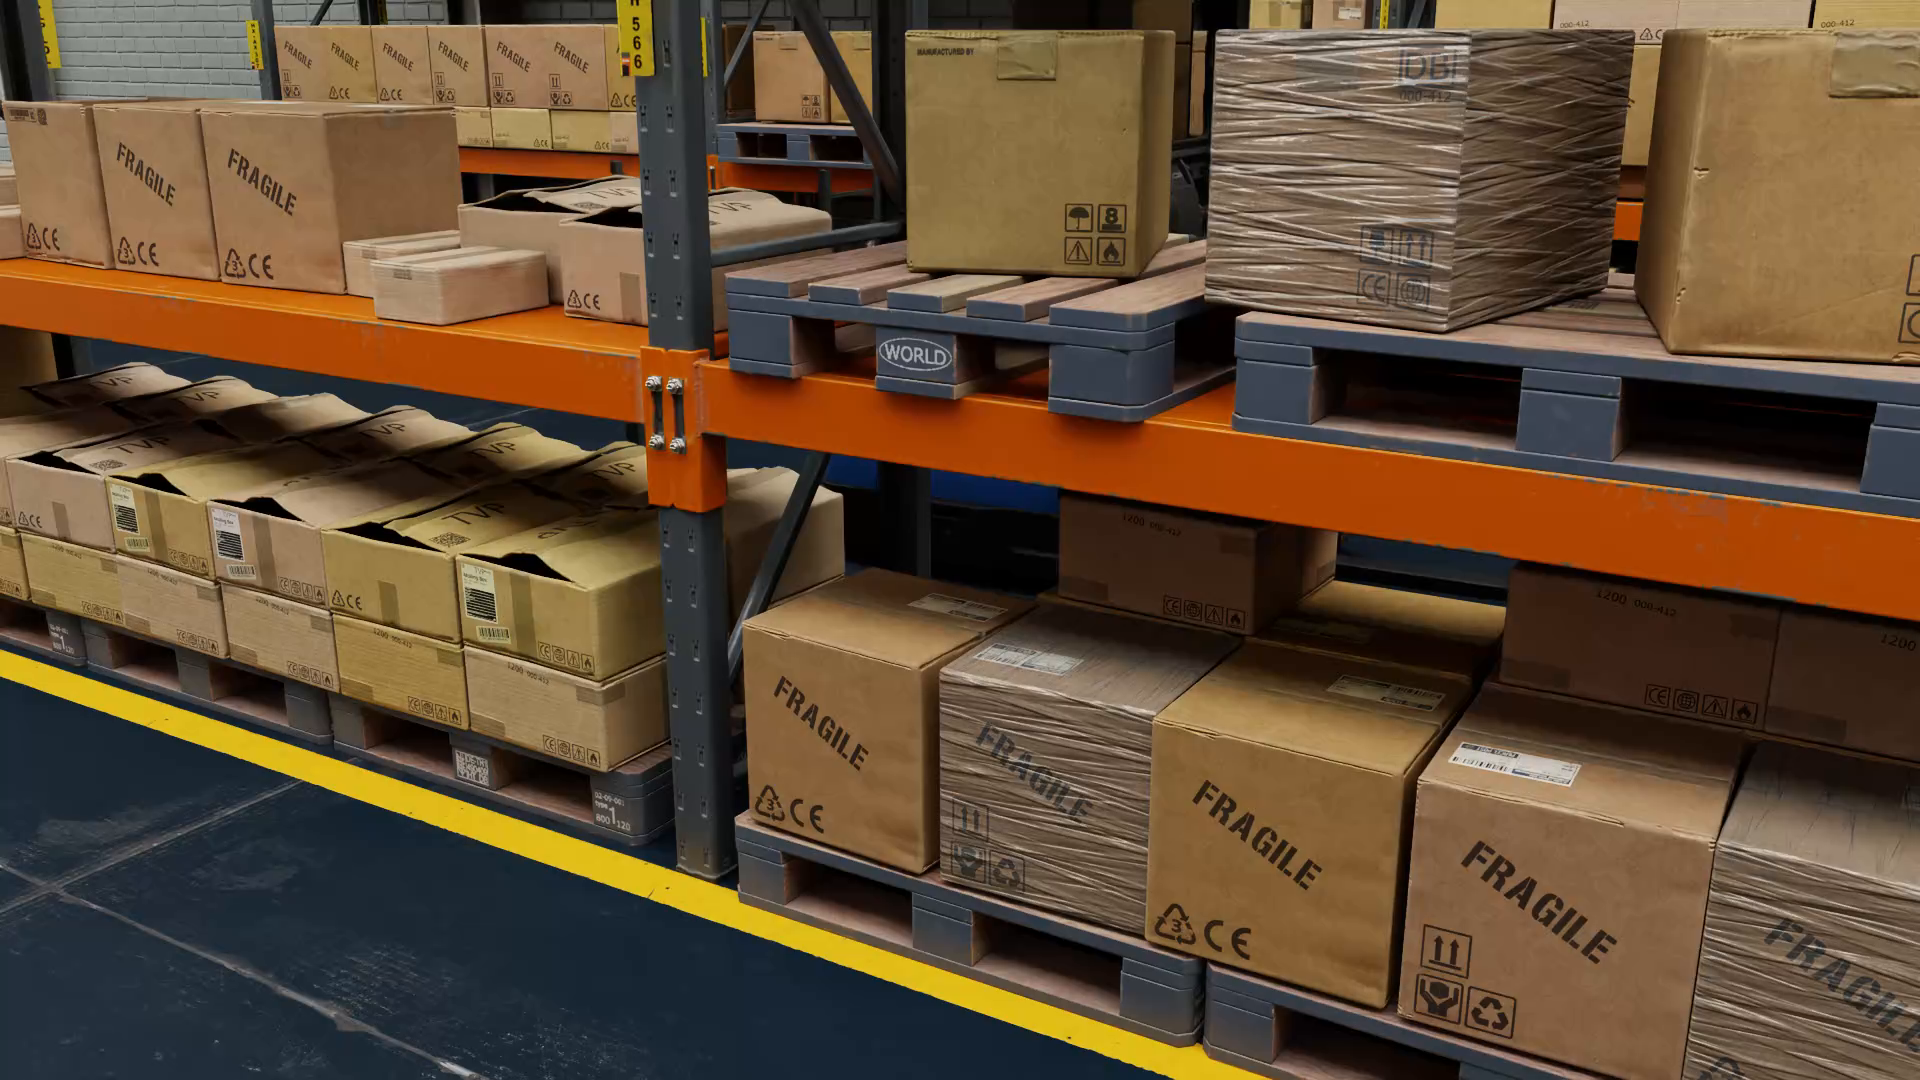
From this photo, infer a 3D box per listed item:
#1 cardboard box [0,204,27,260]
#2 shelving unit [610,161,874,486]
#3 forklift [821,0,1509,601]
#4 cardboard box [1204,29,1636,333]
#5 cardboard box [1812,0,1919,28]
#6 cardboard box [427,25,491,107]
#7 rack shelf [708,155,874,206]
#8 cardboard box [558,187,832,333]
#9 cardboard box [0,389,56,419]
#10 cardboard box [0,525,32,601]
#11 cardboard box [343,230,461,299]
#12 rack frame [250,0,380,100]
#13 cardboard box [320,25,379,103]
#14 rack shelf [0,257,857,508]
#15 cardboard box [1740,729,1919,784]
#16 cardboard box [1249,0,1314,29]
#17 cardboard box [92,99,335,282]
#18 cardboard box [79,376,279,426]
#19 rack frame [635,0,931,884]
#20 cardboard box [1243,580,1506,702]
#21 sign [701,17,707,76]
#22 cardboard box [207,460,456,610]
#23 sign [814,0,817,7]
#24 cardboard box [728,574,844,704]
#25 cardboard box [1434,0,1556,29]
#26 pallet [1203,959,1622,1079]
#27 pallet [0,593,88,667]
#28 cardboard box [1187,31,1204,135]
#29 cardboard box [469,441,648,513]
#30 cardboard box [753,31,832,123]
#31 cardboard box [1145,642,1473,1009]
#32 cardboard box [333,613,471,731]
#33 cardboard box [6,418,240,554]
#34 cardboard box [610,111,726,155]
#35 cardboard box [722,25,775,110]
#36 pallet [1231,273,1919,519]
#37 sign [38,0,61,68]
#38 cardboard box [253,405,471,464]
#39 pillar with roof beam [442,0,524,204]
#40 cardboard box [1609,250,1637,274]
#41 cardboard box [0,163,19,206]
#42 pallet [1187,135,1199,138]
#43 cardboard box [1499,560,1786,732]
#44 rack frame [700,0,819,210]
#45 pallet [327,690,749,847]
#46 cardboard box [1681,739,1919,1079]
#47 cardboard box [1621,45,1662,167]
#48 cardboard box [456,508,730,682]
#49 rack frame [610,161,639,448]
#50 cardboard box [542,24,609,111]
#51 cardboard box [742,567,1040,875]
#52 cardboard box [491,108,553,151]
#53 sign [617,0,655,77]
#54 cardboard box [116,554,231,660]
[{"bbox_3d":[-3.154,-1.024,5.524,0.250,0.149,0.380,10,20,30],"label":"cardboard box"},{"bbox_3d":[-0.861,-0.841,7.070,1.083,1.500,0.587,9,19,27],"label":"shelving unit"},{"bbox_3d":[0.993,-1.266,6.007,3.031,2.935,1.130,9,19,27],"label":"forklift"},{"bbox_3d":[0.881,-0.716,3.182,0.500,0.500,0.700,15,22,40],"label":"cardboard box"},{"bbox_3d":[3.772,-2.142,6.762,0.500,0.250,0.500,10,19,29],"label":"cardboard box"},{"bbox_3d":[-3.073,-3.082,10.799,0.500,0.500,0.500,11,20,32],"label":"cardboard box"},{"bbox_3d":[0.491,-1.909,9.242,4.000,0.370,1.077,10,20,30],"label":"rack shelf"},{"bbox_3d":[-0.681,-0.745,4.325,0.500,0.311,0.500,12,20,33],"label":"cardboard box"},{"bbox_3d":[-3.580,-0.359,5.945,0.500,0.311,0.500,10,20,30],"label":"cardboard box"},{"bbox_3d":[-3.153,-0.014,5.775,0.500,0.250,0.500,11,20,31],"label":"cardboard box"},{"bbox_3d":[-1.510,-0.781,4.724,0.250,0.149,0.380,12,21,34],"label":"cardboard box"},{"bbox_3d":[-4.621,-3.166,12.142,0.127,3.000,1.000,10,20,30],"label":"rack frame"},{"bbox_3d":[-3.956,-3.237,11.312,0.500,0.500,0.500,10,20,30],"label":"cardboard box"},{"bbox_3d":[-2.098,-0.681,5.201,4.000,0.370,1.077,10,20,30],"label":"rack shelf"},{"bbox_3d":[1.848,0.583,3.346,0.500,0.500,0.500,10,20,31],"label":"cardboard box"},{"bbox_3d":[1.604,-2.608,8.260,0.250,0.149,0.380,7,18,21],"label":"cardboard box"},{"bbox_3d":[-2.281,-1.100,5.171,0.500,0.500,0.500,10,20,30],"label":"cardboard box"},{"bbox_3d":[-2.860,-0.415,6.130,0.500,0.311,0.500,11,20,32],"label":"cardboard box"},{"bbox_3d":[-0.394,-0.721,4.095,0.127,3.000,1.000,10,20,30],"label":"rack frame"},{"bbox_3d":[0.967,0.427,3.858,0.500,0.500,0.500,9,19,28],"label":"cardboard box"},{"bbox_3d":[-1.490,-2.836,9.566,0.005,0.325,0.100,10,20,30],"label":"sign"},{"bbox_3d":[-1.844,-0.048,4.923,0.500,0.311,0.500,10,20,30],"label":"cardboard box"},{"bbox_3d":[-0.925,-3.249,10.425,0.005,0.325,0.100,10,20,30],"label":"sign"},{"bbox_3d":[-0.686,0.241,4.935,0.500,0.250,0.500,10,20,30],"label":"cardboard box"},{"bbox_3d":[2.472,-2.370,7.514,0.500,0.250,0.500,11,20,31],"label":"cardboard box"},{"bbox_3d":[1.258,0.922,3.484,1.213,0.211,1.003,10,20,30],"label":"pallet"},{"bbox_3d":[-3.154,0.107,6.166,1.213,0.211,1.003,10,20,30],"label":"pallet"},{"bbox_3d":[1.300,-2.354,8.542,0.500,0.500,0.700,8,19,25],"label":"cardboard box"},{"bbox_3d":[-1.138,-0.105,5.110,0.500,0.311,0.500,10,19,29],"label":"cardboard box"},{"bbox_3d":[-0.797,-2.730,9.777,0.500,0.500,0.700,10,20,30],"label":"cardboard box"},{"bbox_3d":[0.719,0.560,3.420,0.500,0.500,0.500,10,19,29],"label":"cardboard box"},{"bbox_3d":[-1.411,0.296,4.753,0.500,0.250,0.500,10,19,29],"label":"cardboard box"},{"bbox_3d":[-2.715,-0.203,5.432,0.500,0.311,0.500,9,19,28],"label":"cardboard box"},{"bbox_3d":[-1.775,-2.492,10.147,0.500,0.250,0.500,10,20,30],"label":"cardboard box"},{"bbox_3d":[-1.504,-2.977,10.454,0.500,0.500,0.500,10,19,29],"label":"cardboard box"},{"bbox_3d":[1.266,-0.335,3.153,1.213,0.211,1.003,10,20,30],"label":"pallet"},{"bbox_3d":[-3.526,-1.982,6.388,0.005,0.325,0.100,10,20,30],"label":"sign"},{"bbox_3d":[-2.010,-0.261,5.624,0.500,0.311,0.500,10,19,29],"label":"cardboard box"},{"bbox_3d":[-5.825,-5.078,8.114,0.400,9.000,9.100,10,20,30],"label":"pillar with roof beam"},{"bbox_3d":[2.754,-0.977,7.912,0.750,0.750,0.750,10,19,29],"label":"cardboard box"},{"bbox_3d":[-3.360,-1.194,5.909,0.500,0.250,0.500,12,20,33],"label":"cardboard box"},{"bbox_3d":[1.533,-1.939,8.433,1.003,0.211,1.213,10,20,30],"label":"pallet"},{"bbox_3d":[1.450,0.152,3.475,0.500,0.250,0.500,10,19,29],"label":"cardboard box"},{"bbox_3d":[-1.213,-2.557,10.139,0.127,3.000,1.000,10,20,30],"label":"rack frame"},{"bbox_3d":[-1.075,0.478,4.944,1.213,0.211,1.003,10,20,30],"label":"pallet"},{"bbox_3d":[1.600,0.715,2.910,0.500,0.500,0.500,10,20,31],"label":"cardboard box"},{"bbox_3d":[2.917,-1.929,7.353,0.500,0.500,0.500,11,20,32],"label":"cardboard box"},{"bbox_3d":[-0.969,0.106,4.413,0.500,0.311,0.500,11,20,31],"label":"cardboard box"},{"bbox_3d":[-1.319,-0.912,7.302,0.032,1.500,0.500,9,19,27],"label":"rack frame"},{"bbox_3d":[-2.206,-2.924,10.278,0.500,0.500,0.500,10,20,30],"label":"cardboard box"},{"bbox_3d":[-0.155,0.404,3.933,0.500,0.500,0.500,11,20,32],"label":"cardboard box"},{"bbox_3d":[-2.632,-2.642,10.643,0.500,0.250,0.500,10,20,30],"label":"cardboard box"},{"bbox_3d":[-0.681,-1.137,3.472,0.005,0.325,0.100,10,20,30],"label":"sign"},{"bbox_3d":[-2.277,0.142,5.263,0.500,0.250,0.500,11,20,31],"label":"cardboard box"}]
